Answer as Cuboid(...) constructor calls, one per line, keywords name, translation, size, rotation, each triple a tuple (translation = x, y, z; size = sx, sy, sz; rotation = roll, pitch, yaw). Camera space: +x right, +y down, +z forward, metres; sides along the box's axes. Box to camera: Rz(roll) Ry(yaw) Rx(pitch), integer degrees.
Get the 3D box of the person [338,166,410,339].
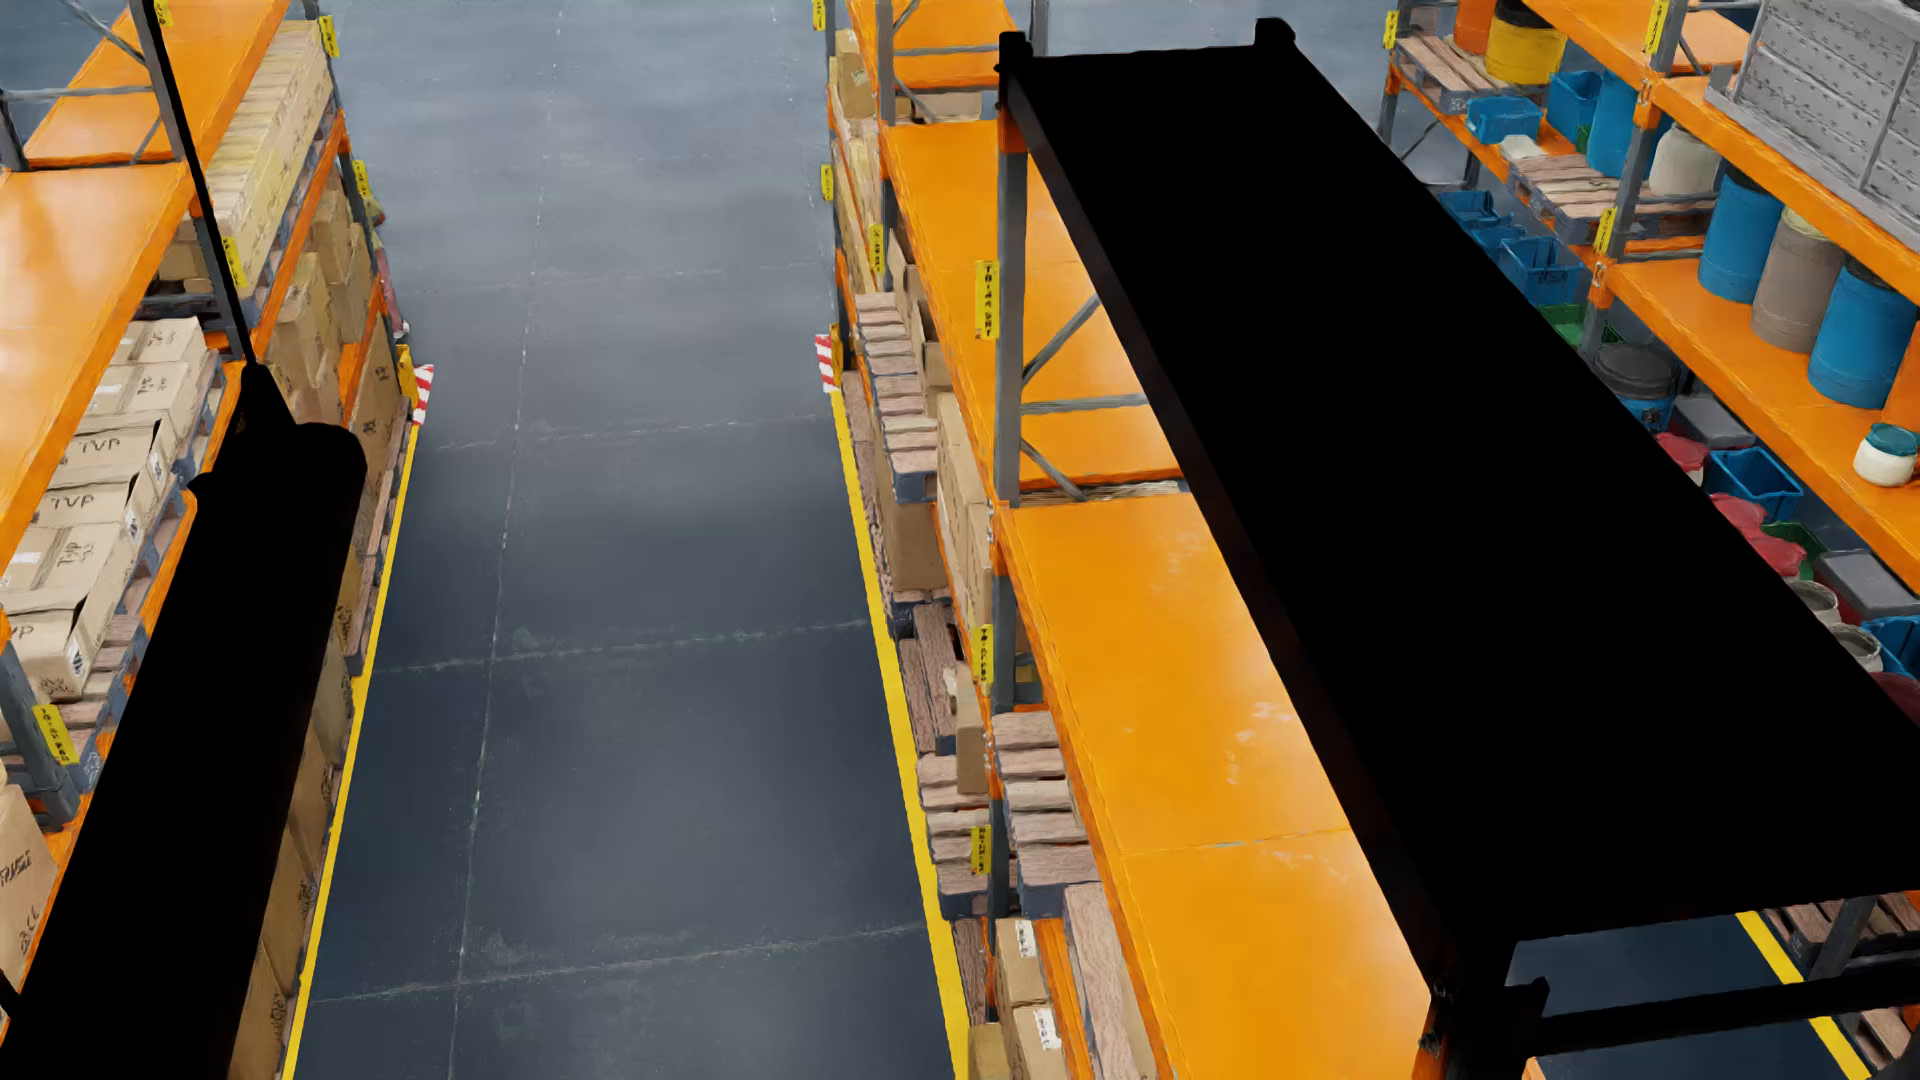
Cuboid(name="person", translation=(-5.707, -2.742, 15.817), size=(0.621, 1.604, 0.814), rotation=(-16, 39, -20))
